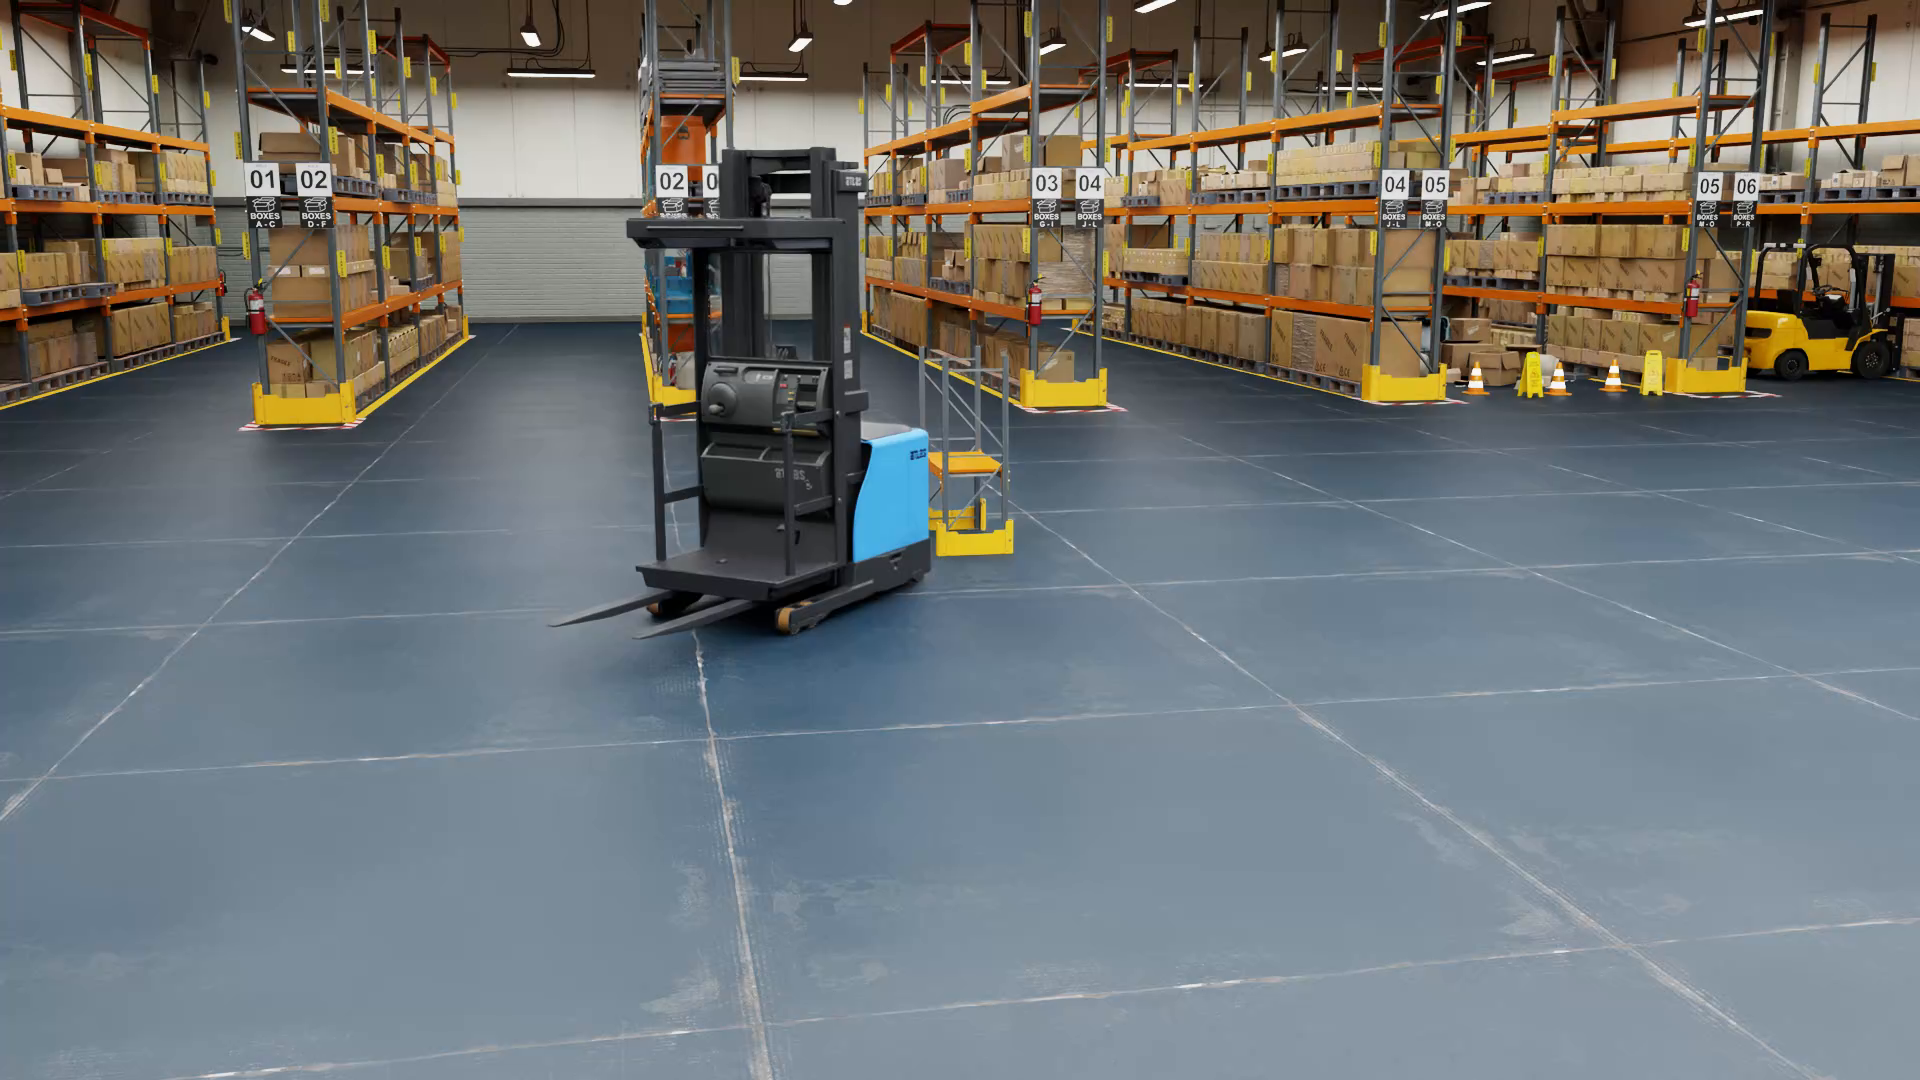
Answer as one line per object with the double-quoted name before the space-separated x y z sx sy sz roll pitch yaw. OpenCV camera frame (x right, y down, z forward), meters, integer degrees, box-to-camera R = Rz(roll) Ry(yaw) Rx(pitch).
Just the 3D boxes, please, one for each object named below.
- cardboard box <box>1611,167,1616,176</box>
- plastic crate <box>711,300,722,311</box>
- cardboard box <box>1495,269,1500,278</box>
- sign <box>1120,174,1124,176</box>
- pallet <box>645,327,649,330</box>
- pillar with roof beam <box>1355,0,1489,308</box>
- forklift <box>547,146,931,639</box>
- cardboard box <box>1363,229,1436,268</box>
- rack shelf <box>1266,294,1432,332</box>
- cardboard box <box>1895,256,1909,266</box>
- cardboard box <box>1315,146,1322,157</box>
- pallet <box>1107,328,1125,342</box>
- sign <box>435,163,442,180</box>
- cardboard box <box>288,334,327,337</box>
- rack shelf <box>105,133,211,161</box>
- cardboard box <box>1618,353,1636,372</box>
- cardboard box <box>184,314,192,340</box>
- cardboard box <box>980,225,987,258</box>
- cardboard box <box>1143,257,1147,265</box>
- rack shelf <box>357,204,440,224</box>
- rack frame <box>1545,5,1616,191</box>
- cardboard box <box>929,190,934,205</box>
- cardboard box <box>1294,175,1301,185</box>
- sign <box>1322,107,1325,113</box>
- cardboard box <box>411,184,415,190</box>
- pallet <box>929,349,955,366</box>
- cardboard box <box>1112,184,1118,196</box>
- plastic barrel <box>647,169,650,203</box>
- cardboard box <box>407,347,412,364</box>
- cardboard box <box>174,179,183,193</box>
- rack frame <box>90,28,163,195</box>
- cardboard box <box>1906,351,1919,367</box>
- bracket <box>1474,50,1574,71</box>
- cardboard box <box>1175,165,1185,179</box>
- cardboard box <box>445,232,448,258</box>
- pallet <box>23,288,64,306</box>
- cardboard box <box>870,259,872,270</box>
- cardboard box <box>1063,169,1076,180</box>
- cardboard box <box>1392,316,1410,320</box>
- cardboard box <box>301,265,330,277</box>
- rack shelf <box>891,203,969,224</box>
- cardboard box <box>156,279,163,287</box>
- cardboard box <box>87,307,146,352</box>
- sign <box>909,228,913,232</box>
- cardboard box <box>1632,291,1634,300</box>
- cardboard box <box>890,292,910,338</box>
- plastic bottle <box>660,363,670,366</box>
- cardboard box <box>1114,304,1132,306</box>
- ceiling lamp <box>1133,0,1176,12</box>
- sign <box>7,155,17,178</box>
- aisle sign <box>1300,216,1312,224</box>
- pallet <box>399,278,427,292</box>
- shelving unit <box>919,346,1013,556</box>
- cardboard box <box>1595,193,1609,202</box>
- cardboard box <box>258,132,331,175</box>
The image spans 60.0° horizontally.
"cardboard box" 10.512 -5.812 26.228 0.380 0.149 0.250 -2 11 -10
"plastic crate" -3.272 -3.194 22.662 0.298 0.136 0.250 -2 11 -11
"cardboard box" 9.833 -4.777 29.820 0.380 0.149 0.250 -2 11 -11
"sign" 3.766 -8.349 38.651 0.100 0.325 0.005 -2 11 -11
"pallet" -6.403 -4.560 36.589 1.003 0.211 1.213 -2 11 -11
"pillar with roof beam" 9.059 -10.122 42.309 9.100 9.000 0.548 -2 11 -11
"forklift" -1.344 -0.958 10.392 1.130 2.935 3.031 6 12 28
"cardboard box" 6.296 -4.163 23.760 0.875 0.550 0.550 -2 11 -11
"rack shelf" 5.941 -3.503 25.504 1.077 0.370 4.000 -2 11 -11
"cardboard box" 15.418 -4.525 26.947 0.380 0.149 0.250 -2 11 -11
"cardboard box" 5.585 -5.863 25.102 0.380 0.149 0.250 -2 11 -11
"pallet" 3.831 -4.443 35.974 1.003 0.211 1.213 -2 11 -11
"sign" -10.063 -7.111 32.077 0.100 0.325 0.005 -2 11 -11
"cardboard box" -8.974 -2.555 22.821 0.500 0.500 0.500 -2 11 -11
"rack shelf" -15.854 -7.753 32.854 1.077 0.370 4.000 -2 11 -11
"cardboard box" 10.652 -2.778 25.999 0.500 0.250 0.500 -2 11 -11
"cardboard box" -15.604 -4.200 32.803 0.700 0.500 0.500 -2 11 -12
"cardboard box" 0.604 -4.565 25.419 0.500 0.500 0.500 -2 11 -11
"cardboard box" 3.882 -5.590 33.299 0.380 0.149 0.250 -2 11 -12
"rack shelf" -10.218 -5.923 30.193 1.077 0.370 4.000 -2 11 -11
"rack frame" 10.388 -7.369 27.846 1.000 3.000 0.127 -2 11 -11
"cardboard box" -0.269 -6.100 29.600 0.500 0.250 0.500 -2 11 -10
"cardboard box" 5.437 -5.611 25.911 0.380 0.149 0.250 -2 11 -12
"sign" 8.589 -10.085 39.405 0.100 0.325 0.005 -2 11 -11
"cardboard box" -10.046 -6.131 29.095 0.910 0.500 0.500 -2 11 -11
"pallet" 0.040 -3.282 29.876 1.003 0.211 1.213 -2 11 -11
"cardboard box" 3.567 -7.507 35.660 0.500 0.250 0.500 -3 11 -13
"plastic barrel" -4.895 -6.021 27.638 0.600 0.830 0.708 -2 11 -11
"cardboard box" -9.288 -3.017 27.255 0.500 0.250 0.500 -2 11 -10
"cardboard box" -15.426 -6.874 32.278 0.500 0.250 0.500 -2 11 -12
"rack frame" -15.465 -7.936 30.823 1.000 3.000 0.127 -2 11 -11
"cardboard box" 15.545 -2.891 26.596 0.500 0.250 0.500 -2 11 -11
"bracket" 13.519 -11.482 39.828 0.076 0.066 4.783 -2 11 -11
"cardboard box" 4.326 -7.014 31.689 0.396 0.266 0.258 -2 11 -11
"cardboard box" -10.523 -5.901 33.236 0.500 0.500 0.500 -2 11 -13
"pallet" -13.915 -3.573 24.457 1.003 0.211 1.213 -2 11 -11
"cardboard box" -1.731 -6.142 37.050 0.500 0.250 0.500 -2 11 -12
"cardboard box" 1.618 -4.983 22.665 0.380 0.149 0.250 -2 11 -11
"cardboard box" 9.388 -4.612 33.963 0.875 0.875 0.875 -2 11 -10
"cardboard box" -8.138 -3.416 21.120 0.380 0.149 0.250 -2 11 -11
"rack shelf" -0.500 -6.282 32.082 1.077 0.370 4.000 -2 11 -11
"cardboard box" -15.049 -4.778 30.895 0.380 0.149 0.250 -2 11 -10
"cardboard box" -14.865 -3.706 29.270 0.750 0.750 0.750 -2 11 -11
"sign" -1.132 -6.965 38.037 0.100 0.325 0.005 -2 11 -11
"cardboard box" 10.705 -3.814 25.886 0.380 0.149 0.250 -2 11 -10
"cardboard box" -0.745 -4.575 33.769 1.225 0.875 0.875 -2 11 -11
"plastic bottle" -4.250 -2.420 23.994 0.152 0.276 0.135 -2 11 -13
"cardboard box" 3.725 -5.294 37.897 0.380 0.149 0.250 -3 11 -13
"ceiling lamp" 3.397 -9.952 25.804 0.800 3.185 2.000 -2 11 -11
"sign" -13.378 -5.270 23.457 0.100 0.325 0.005 -2 11 -11
"aisle sign" 8.344 -7.924 39.856 0.394 0.787 0.004 -2 11 -11
"pallet" -10.029 -4.463 29.137 1.213 0.211 1.003 -2 11 -11
"shelving unit" 0.015 -0.723 12.983 0.587 1.500 1.083 -2 11 -11
"cardboard box" 10.373 -5.466 26.544 0.380 0.149 0.250 -2 11 -12
"cardboard box" -8.380 -4.873 20.982 0.797 0.503 0.637 -1 11 -7
